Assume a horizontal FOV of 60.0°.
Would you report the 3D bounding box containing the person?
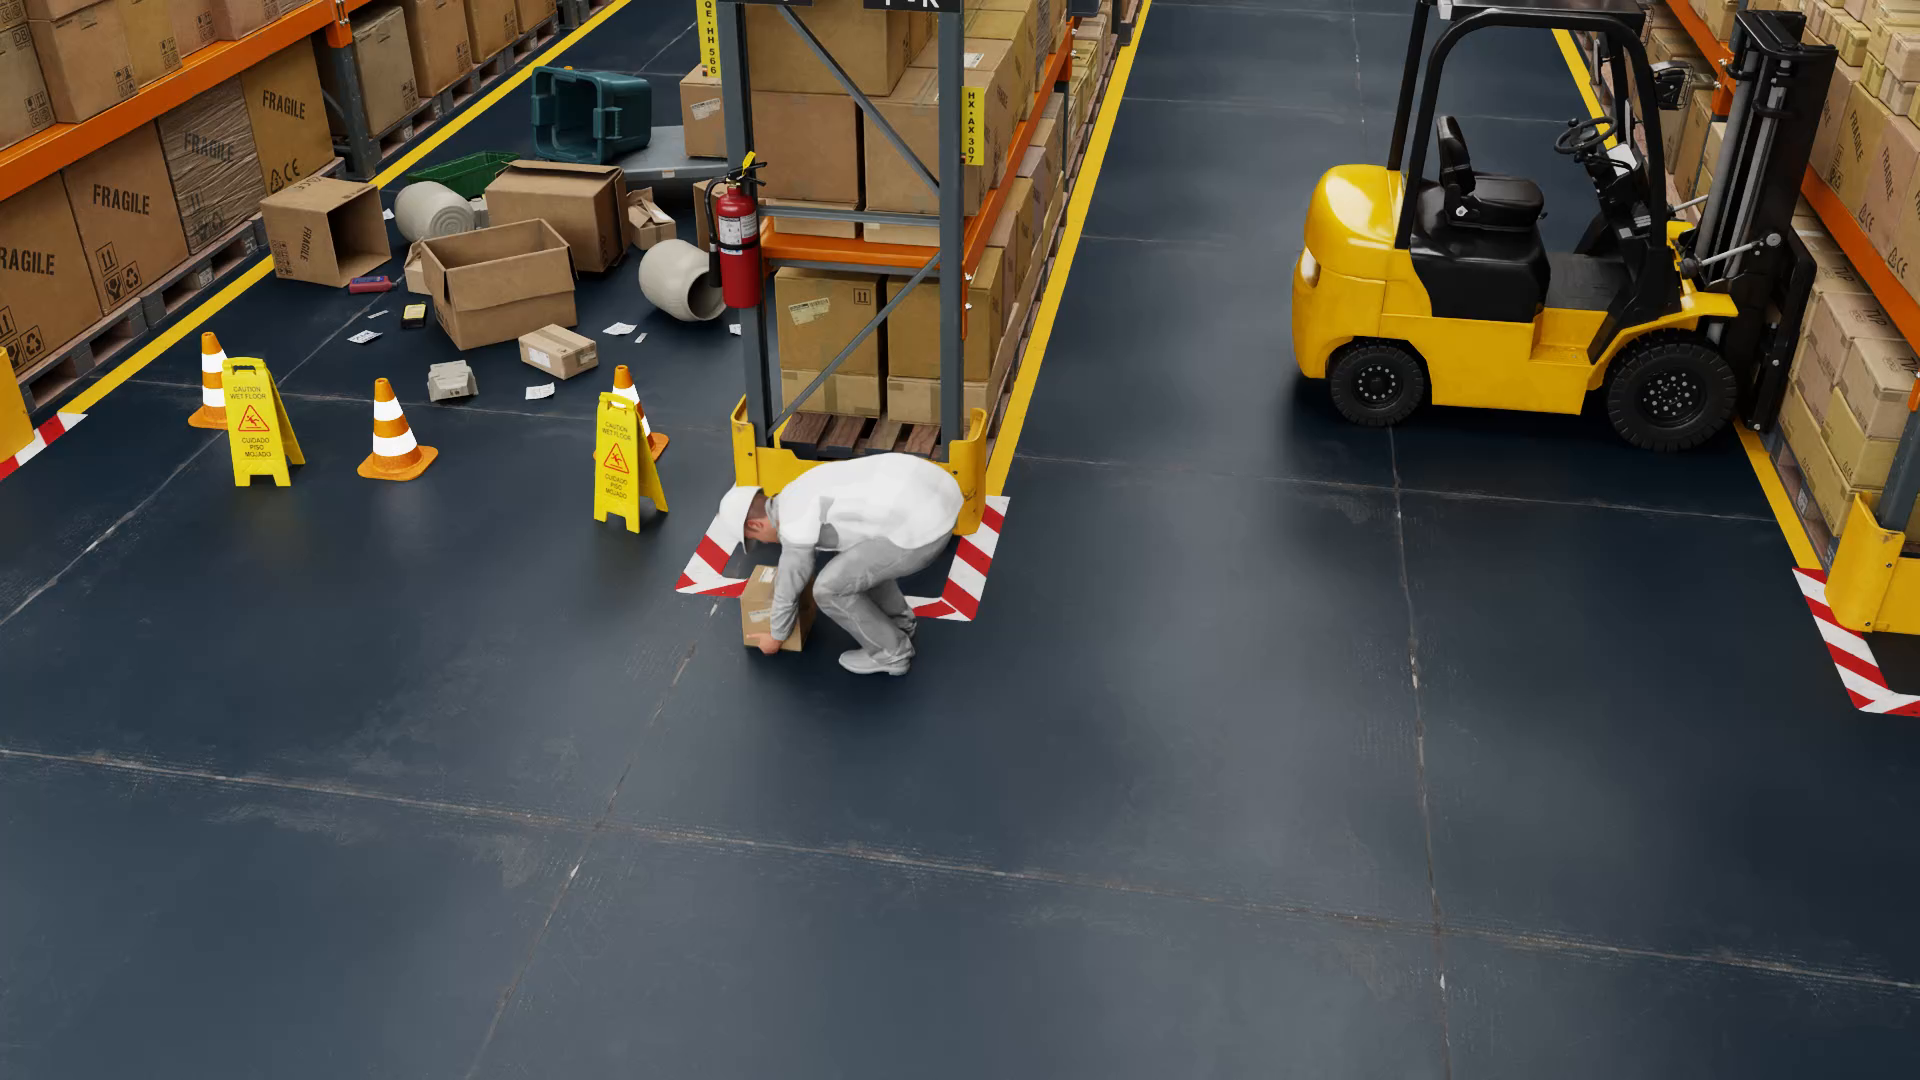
[{"bbox_3d":[-0.495,0.066,6.827,1.000,0.915,0.511,7,33,11],"label":"person"}]
